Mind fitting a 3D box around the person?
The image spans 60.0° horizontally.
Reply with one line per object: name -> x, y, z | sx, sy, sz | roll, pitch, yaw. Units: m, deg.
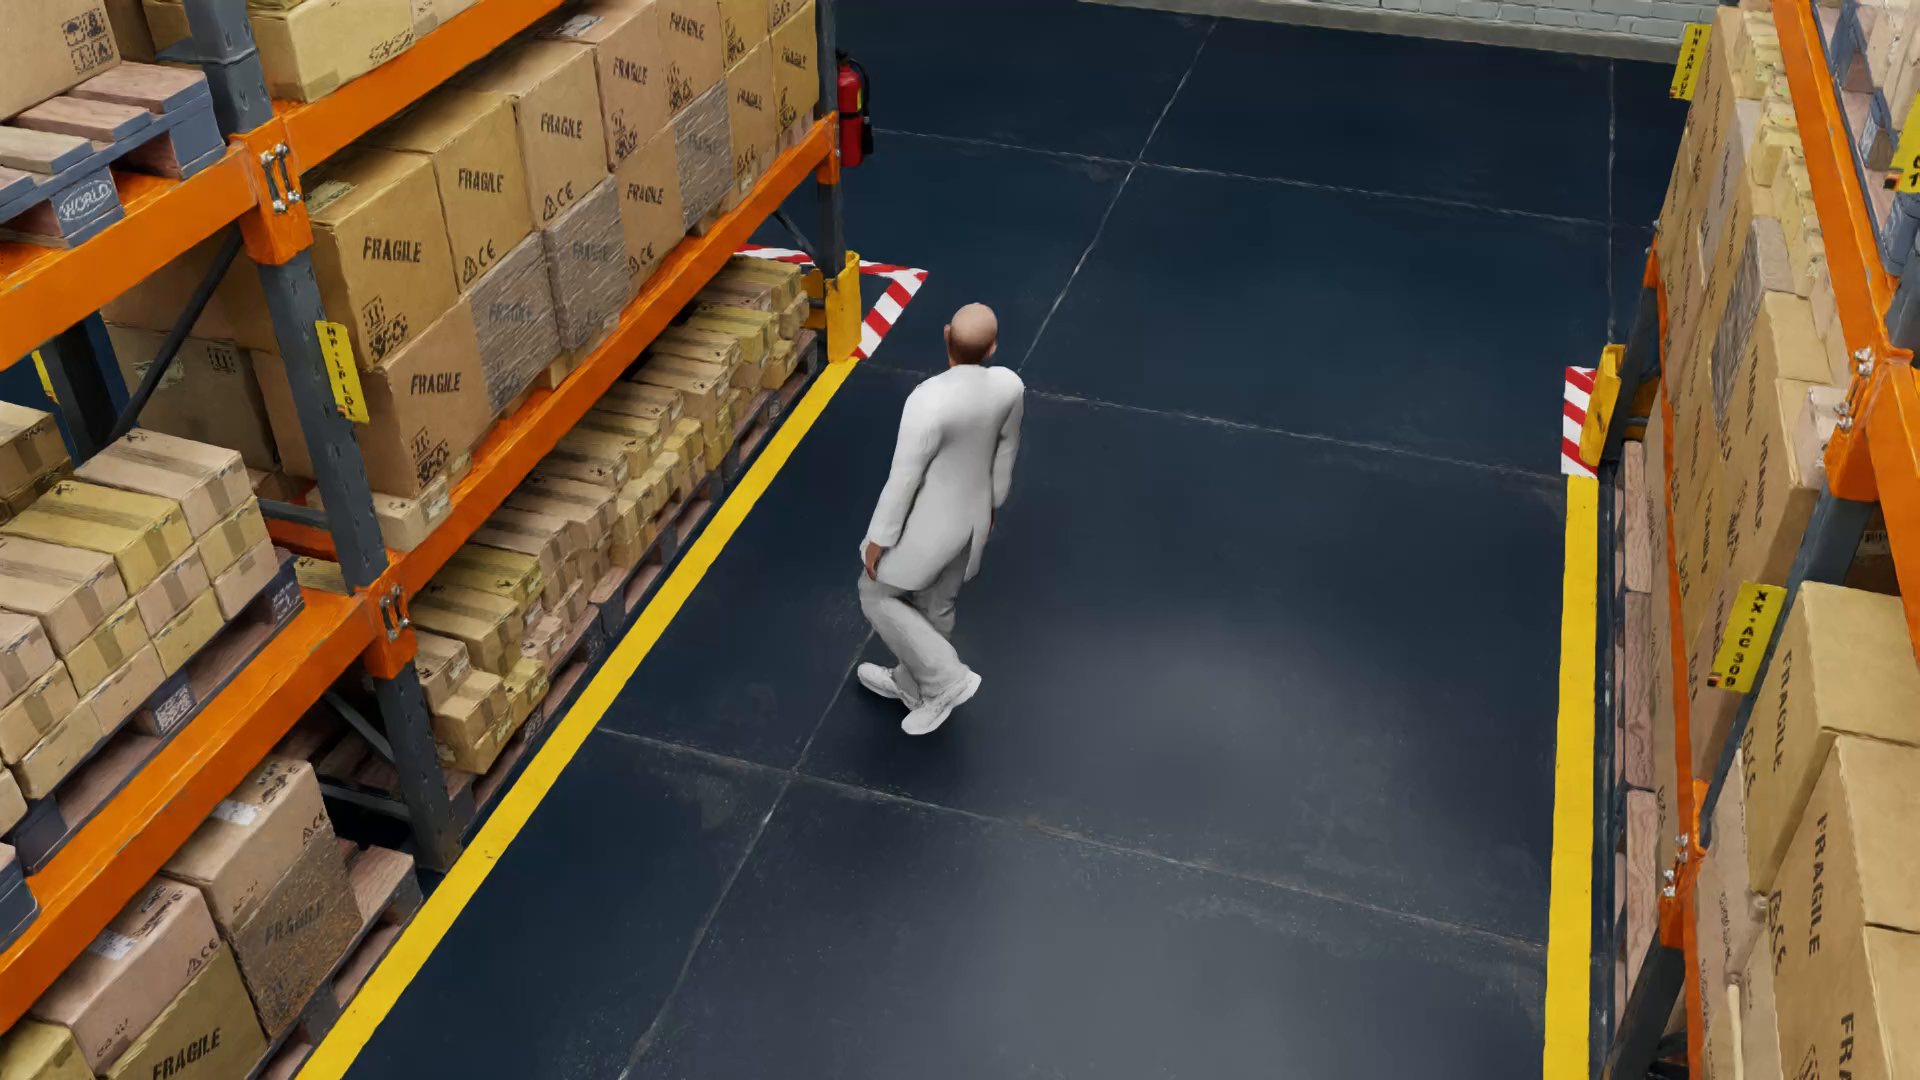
person -> -0.098, -0.080, 6.287 | 0.602, 1.754, 0.668 | 23, 43, 28
